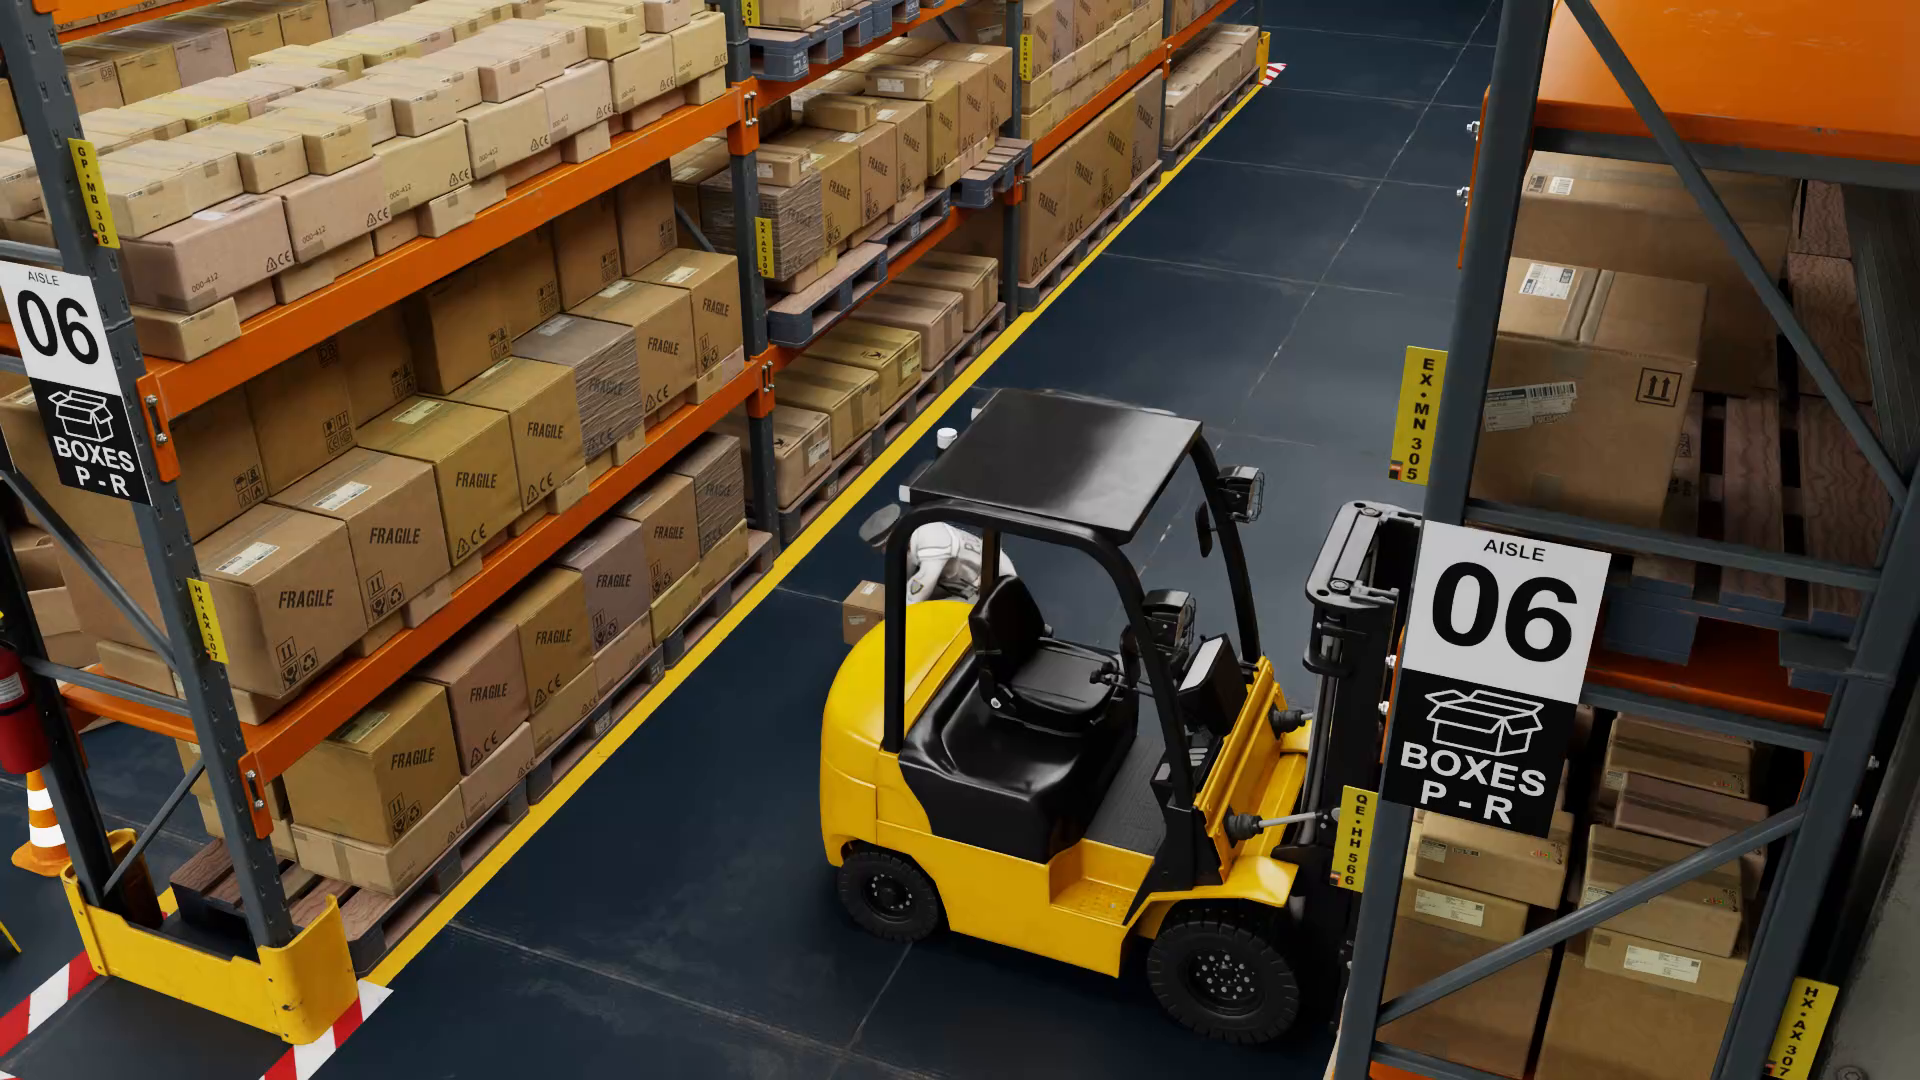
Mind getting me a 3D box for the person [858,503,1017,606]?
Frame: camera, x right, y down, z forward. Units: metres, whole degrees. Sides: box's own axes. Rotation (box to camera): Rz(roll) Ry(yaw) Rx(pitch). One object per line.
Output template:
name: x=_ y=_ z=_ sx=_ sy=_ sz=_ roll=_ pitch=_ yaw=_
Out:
person: x=-0.113 y=0.244 z=8.647 sx=0.818 sy=0.993 sz=0.494 roll=-4 pitch=30 yaw=-6
